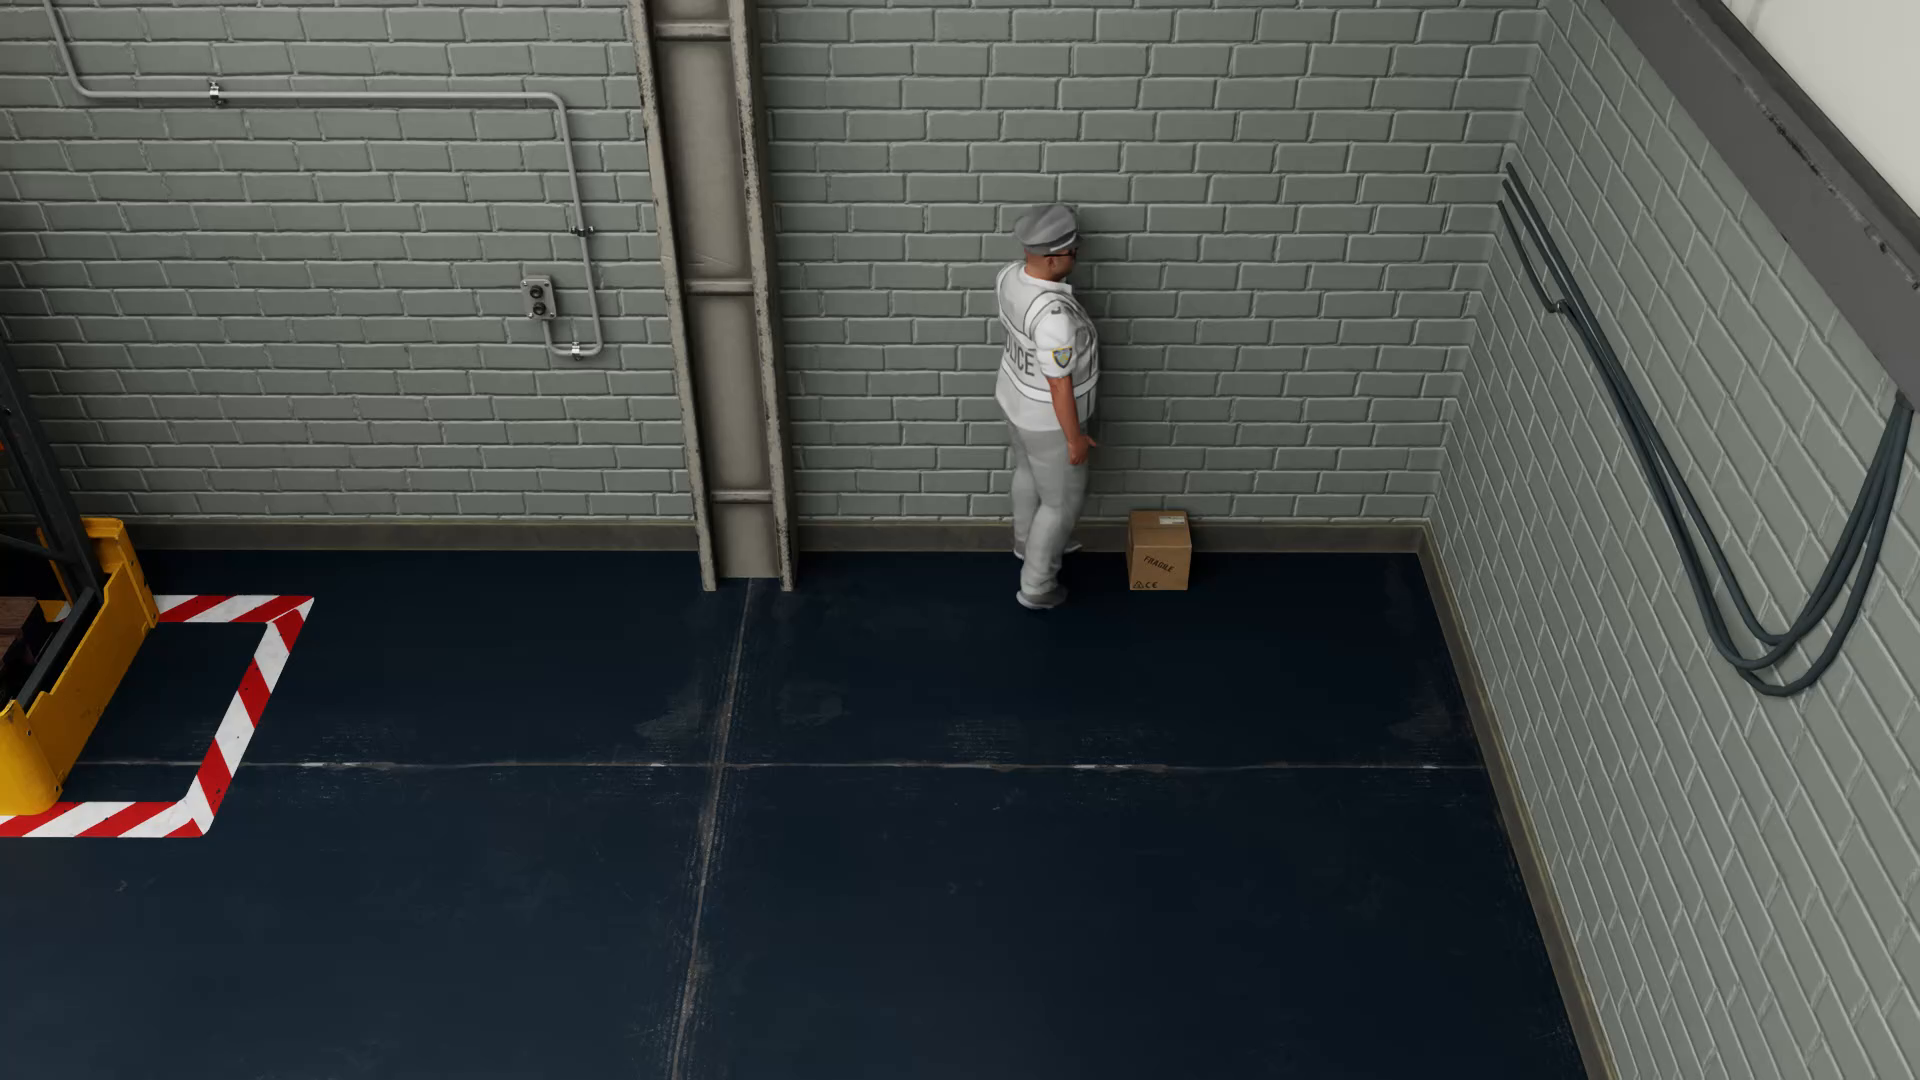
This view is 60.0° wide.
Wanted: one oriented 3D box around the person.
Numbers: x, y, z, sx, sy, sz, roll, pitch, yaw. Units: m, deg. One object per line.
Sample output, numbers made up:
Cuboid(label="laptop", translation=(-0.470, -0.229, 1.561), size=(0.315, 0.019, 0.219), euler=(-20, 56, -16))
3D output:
Cuboid(label="person", translation=(0.381, -0.534, 6.830), size=(0.445, 1.833, 0.564), euler=(-13, 41, -15))
